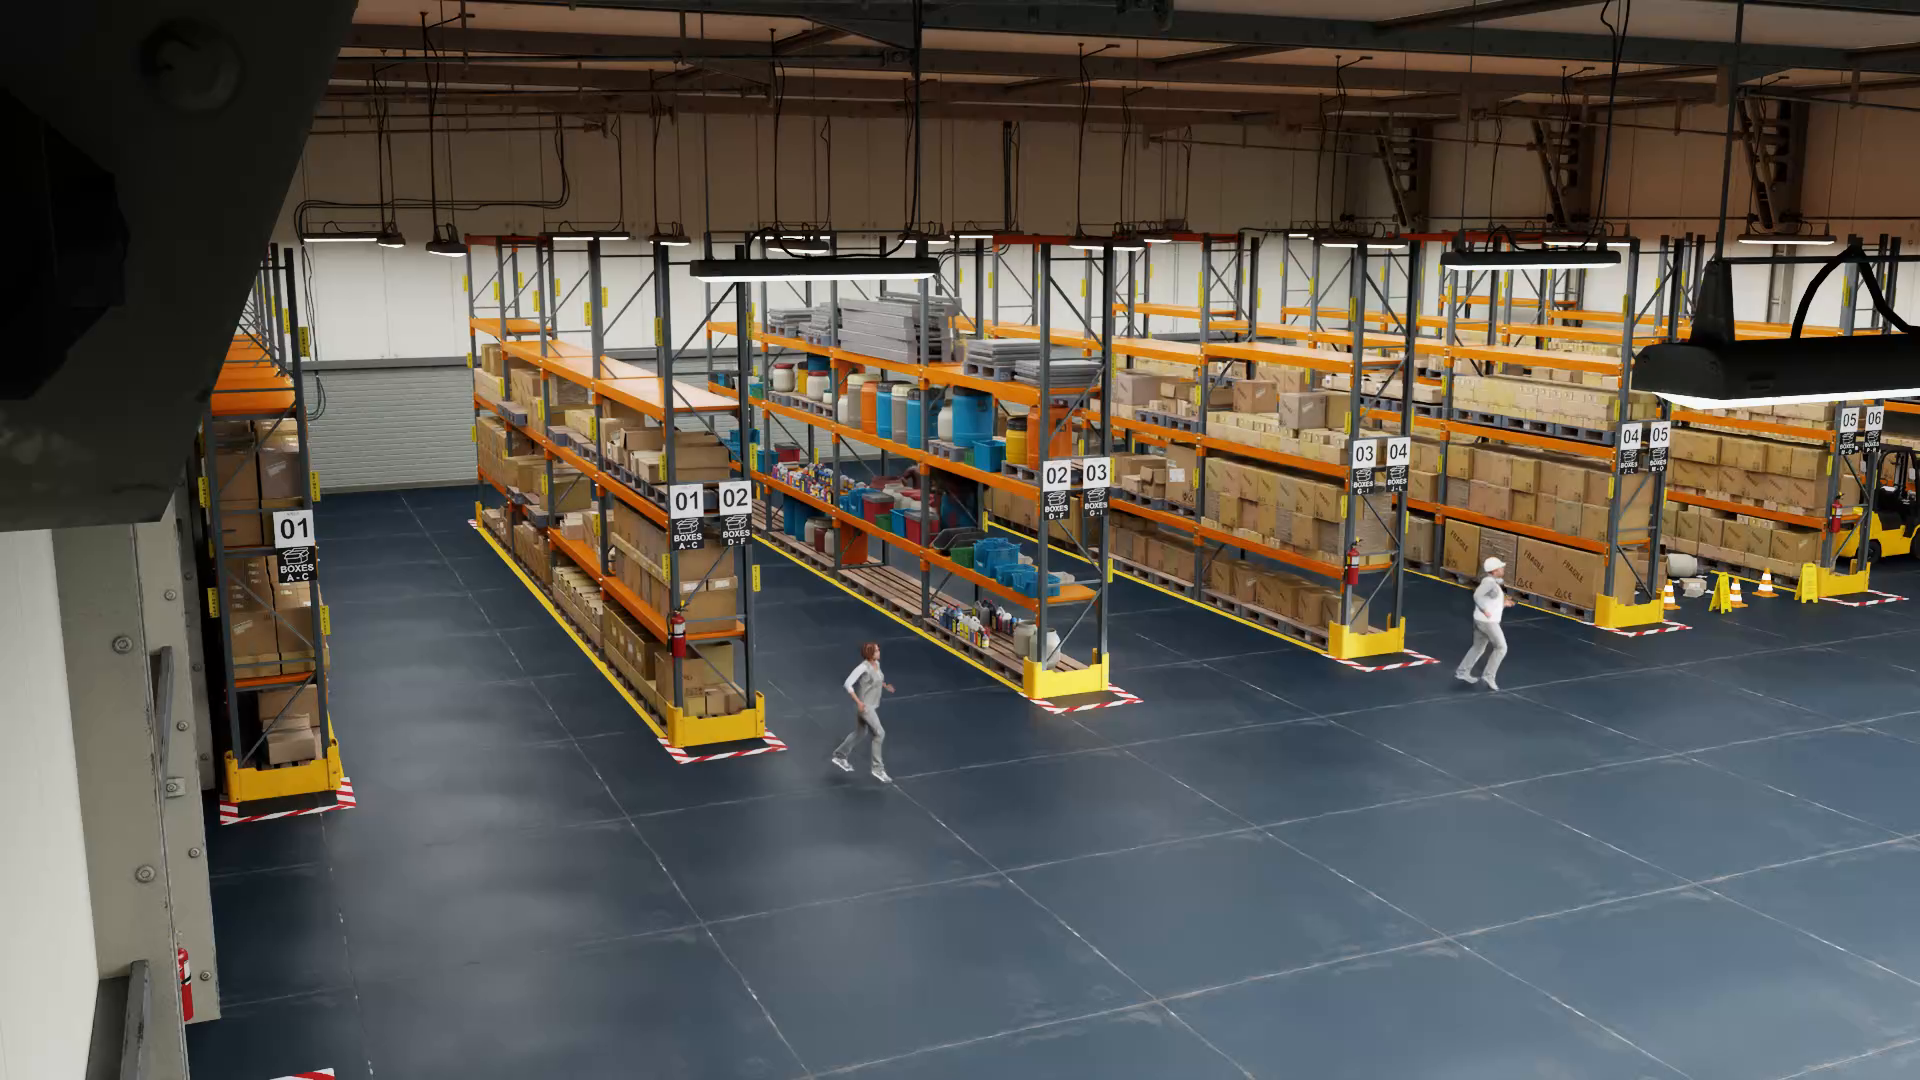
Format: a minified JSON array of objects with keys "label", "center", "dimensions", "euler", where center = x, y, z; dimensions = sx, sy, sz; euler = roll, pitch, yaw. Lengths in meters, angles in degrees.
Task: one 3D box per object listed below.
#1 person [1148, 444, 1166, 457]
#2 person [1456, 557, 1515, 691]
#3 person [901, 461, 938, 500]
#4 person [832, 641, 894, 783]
[{"label":"person","center":[5.050,-2.613,42.381],"dimensions":[0.681,1.653,0.609],"euler":[-5,12,-23]},{"label":"person","center":[7.200,1.130,22.781],"dimensions":[0.741,1.819,0.652],"euler":[2,11,9]},{"label":"person","center":[-0.751,-0.808,32.807],"dimensions":[0.708,1.668,1.033],"euler":[-7,13,-31]},{"label":"person","center":[-1.113,1.934,18.940],"dimensions":[0.735,1.631,0.522],"euler":[2,11,10]}]
